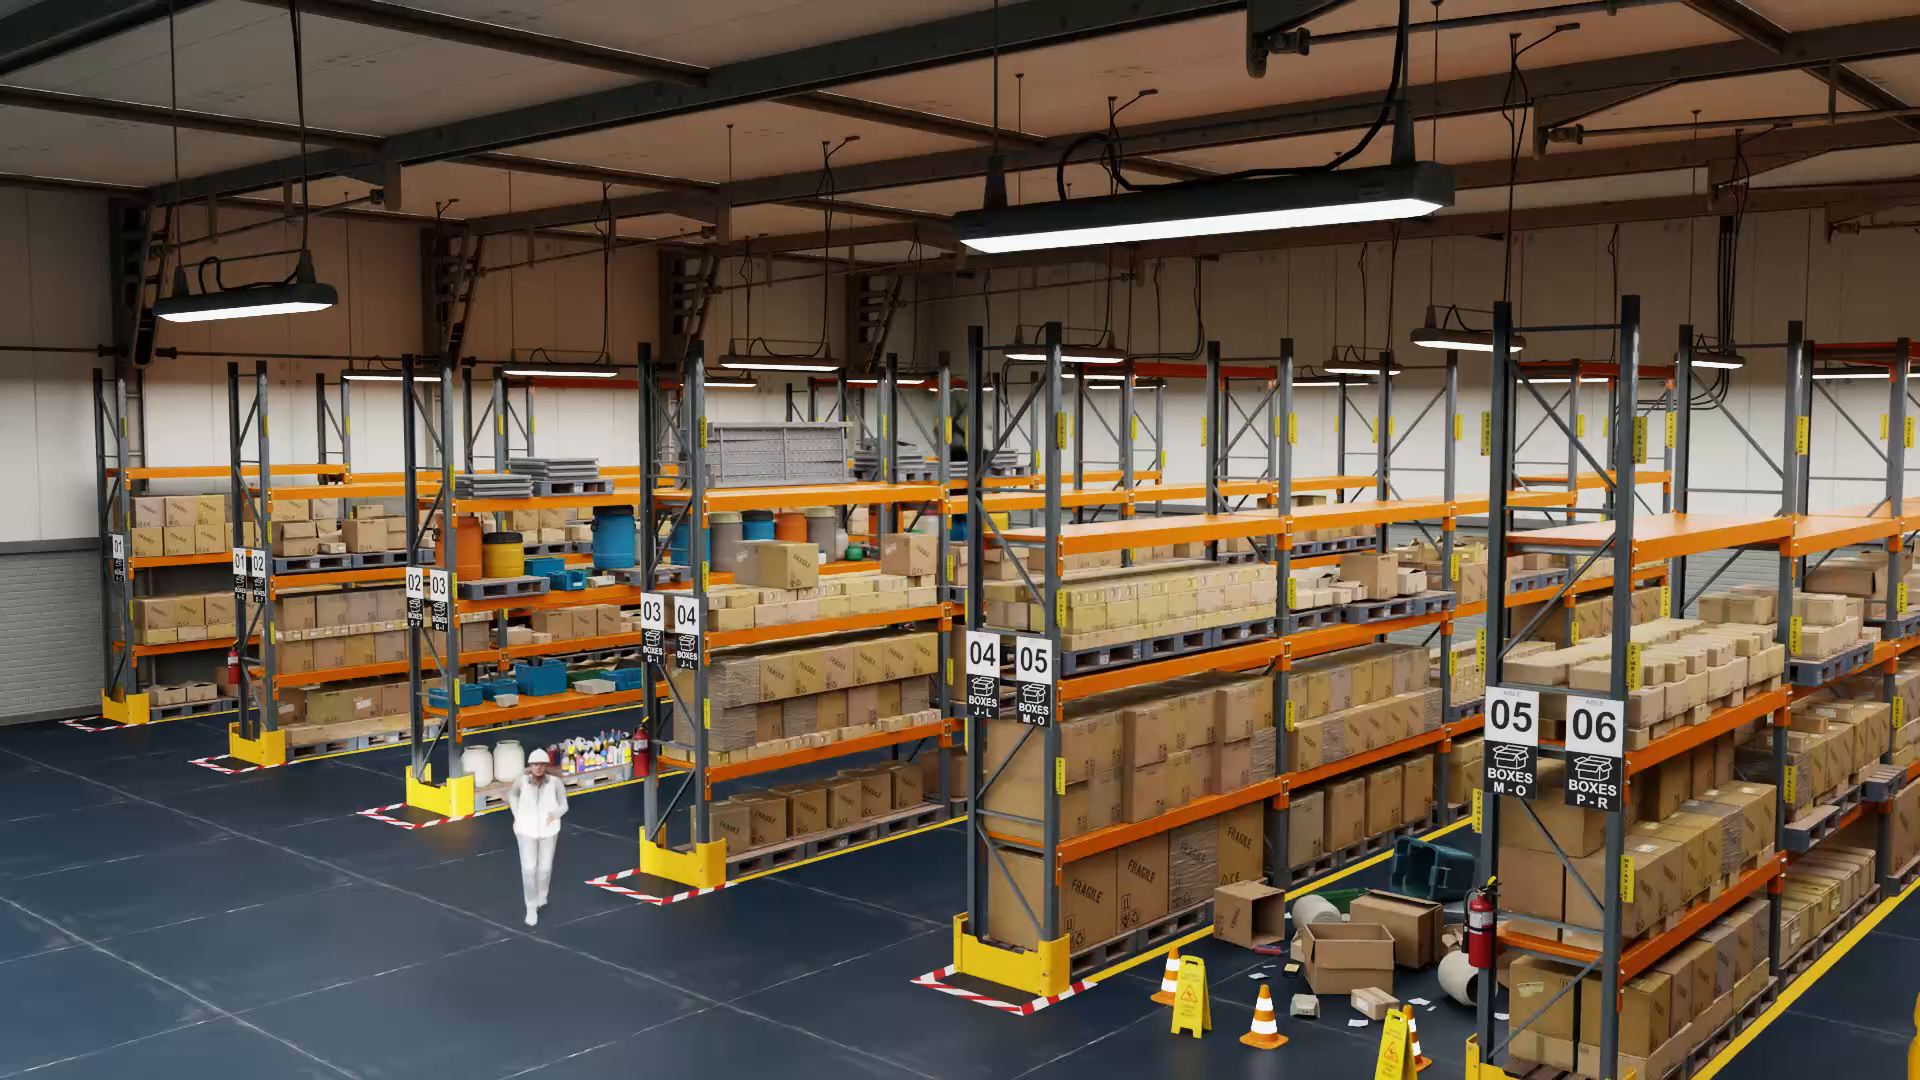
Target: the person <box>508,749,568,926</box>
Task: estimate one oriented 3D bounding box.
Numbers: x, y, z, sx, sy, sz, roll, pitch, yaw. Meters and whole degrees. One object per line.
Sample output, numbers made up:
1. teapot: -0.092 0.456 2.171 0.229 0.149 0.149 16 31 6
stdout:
1. person: -4.346 3.039 17.179 0.574 1.812 0.869 -2 4 -20
